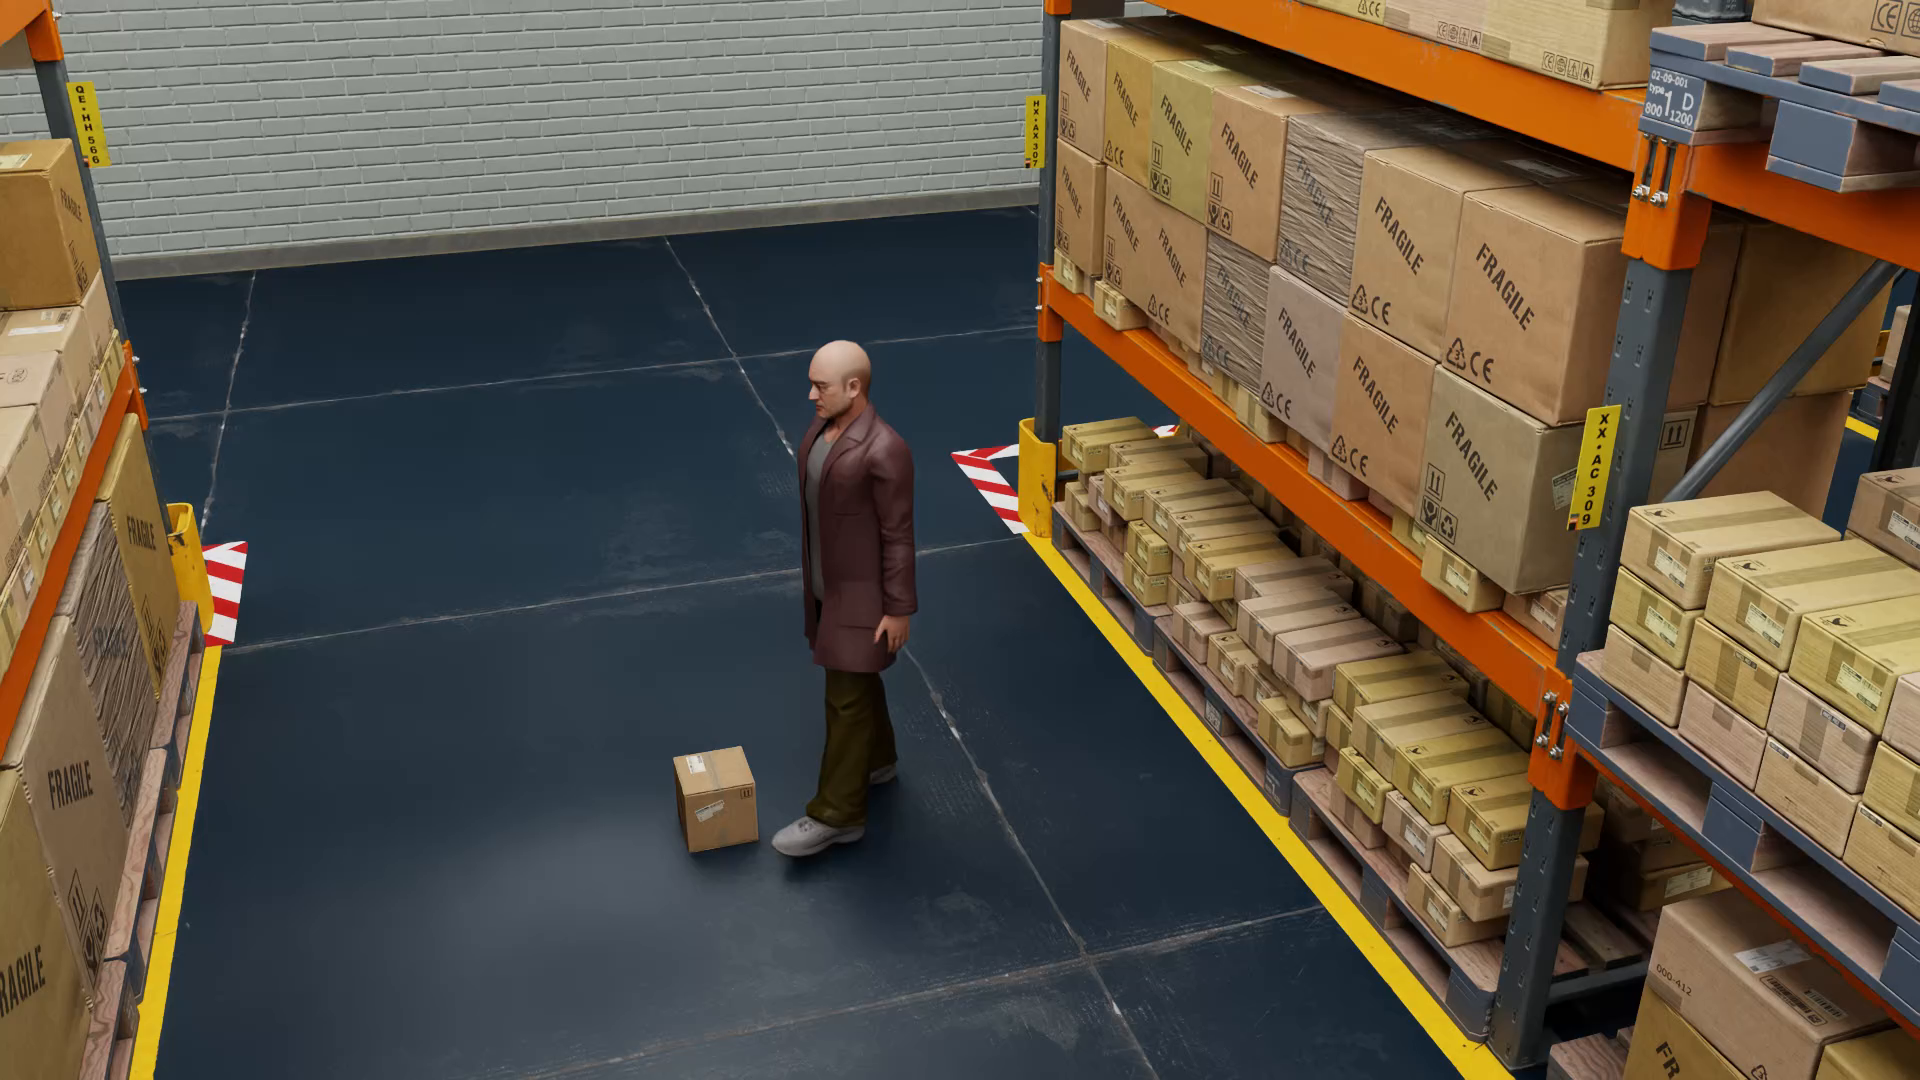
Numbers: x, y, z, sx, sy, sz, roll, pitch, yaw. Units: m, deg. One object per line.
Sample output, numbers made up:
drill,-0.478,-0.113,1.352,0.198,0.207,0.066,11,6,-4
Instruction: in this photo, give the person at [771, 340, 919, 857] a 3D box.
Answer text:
person,-0.470,0.196,5.706,0.663,1.777,0.620,-16,30,-29
